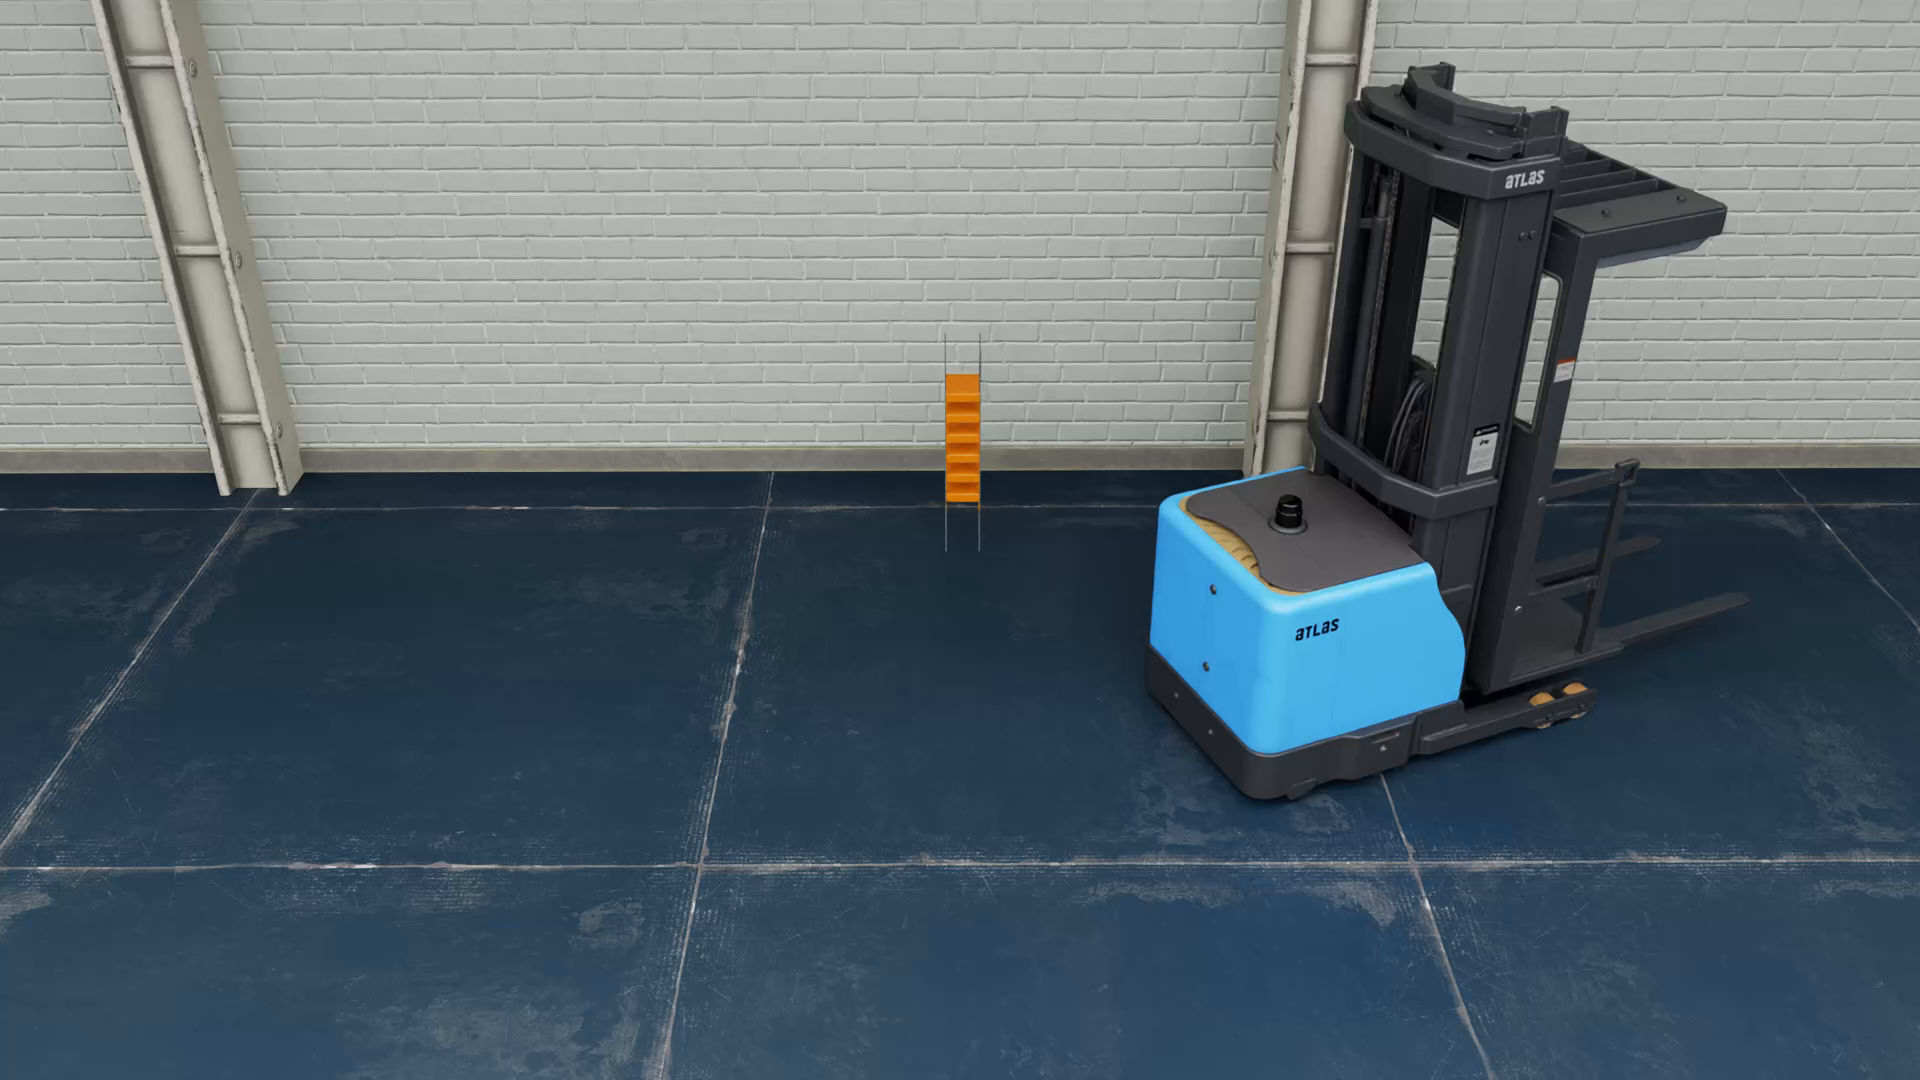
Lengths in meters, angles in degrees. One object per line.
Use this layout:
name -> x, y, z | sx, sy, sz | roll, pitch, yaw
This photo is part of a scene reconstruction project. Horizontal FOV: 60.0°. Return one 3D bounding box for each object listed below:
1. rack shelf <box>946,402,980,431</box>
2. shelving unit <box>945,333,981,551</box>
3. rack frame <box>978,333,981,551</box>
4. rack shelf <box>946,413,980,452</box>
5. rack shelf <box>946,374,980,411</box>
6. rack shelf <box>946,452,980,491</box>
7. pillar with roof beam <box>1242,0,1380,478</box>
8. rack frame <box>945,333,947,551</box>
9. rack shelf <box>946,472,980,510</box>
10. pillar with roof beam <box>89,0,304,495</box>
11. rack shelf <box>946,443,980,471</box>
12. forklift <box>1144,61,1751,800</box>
rack shelf -> 0.014, -0.680, 8.837 | 0.180, 0.103, 0.258 | 0, 31, 0
shelving unit -> 0.014, -0.513, 8.939 | 0.189, 1.200, 0.258 | 0, 31, 0
rack frame -> 0.106, -0.513, 8.939 | 0.006, 1.200, 0.240 | 0, 31, 0
rack shelf -> 0.014, -0.578, 8.900 | 0.180, 0.103, 0.258 | 0, 31, 0
rack shelf -> 0.014, -0.783, 8.775 | 0.180, 0.103, 0.258 | 0, 31, 0
rack shelf -> 0.014, -0.372, 9.024 | 0.180, 0.103, 0.258 | 0, 31, 0
pillar with roof beam -> 1.915, -1.974, 3.828 | 0.400, 9.000, 9.100 | 0, 31, 0
rack frame -> -0.077, -0.513, 8.938 | 0.006, 1.200, 0.240 | 0, 31, 0
rack shelf -> 0.014, -0.270, 9.086 | 0.180, 0.103, 0.258 | 0, 31, 0
pillar with roof beam -> -4.085, -1.955, 3.797 | 0.400, 9.000, 9.100 | 0, 31, 0
rack shelf -> 0.014, -0.475, 8.962 | 0.180, 0.103, 0.258 | 0, 31, 0
forklift -> 2.446, -0.608, 7.426 | 3.031, 2.935, 1.130 | -13, 34, -20
